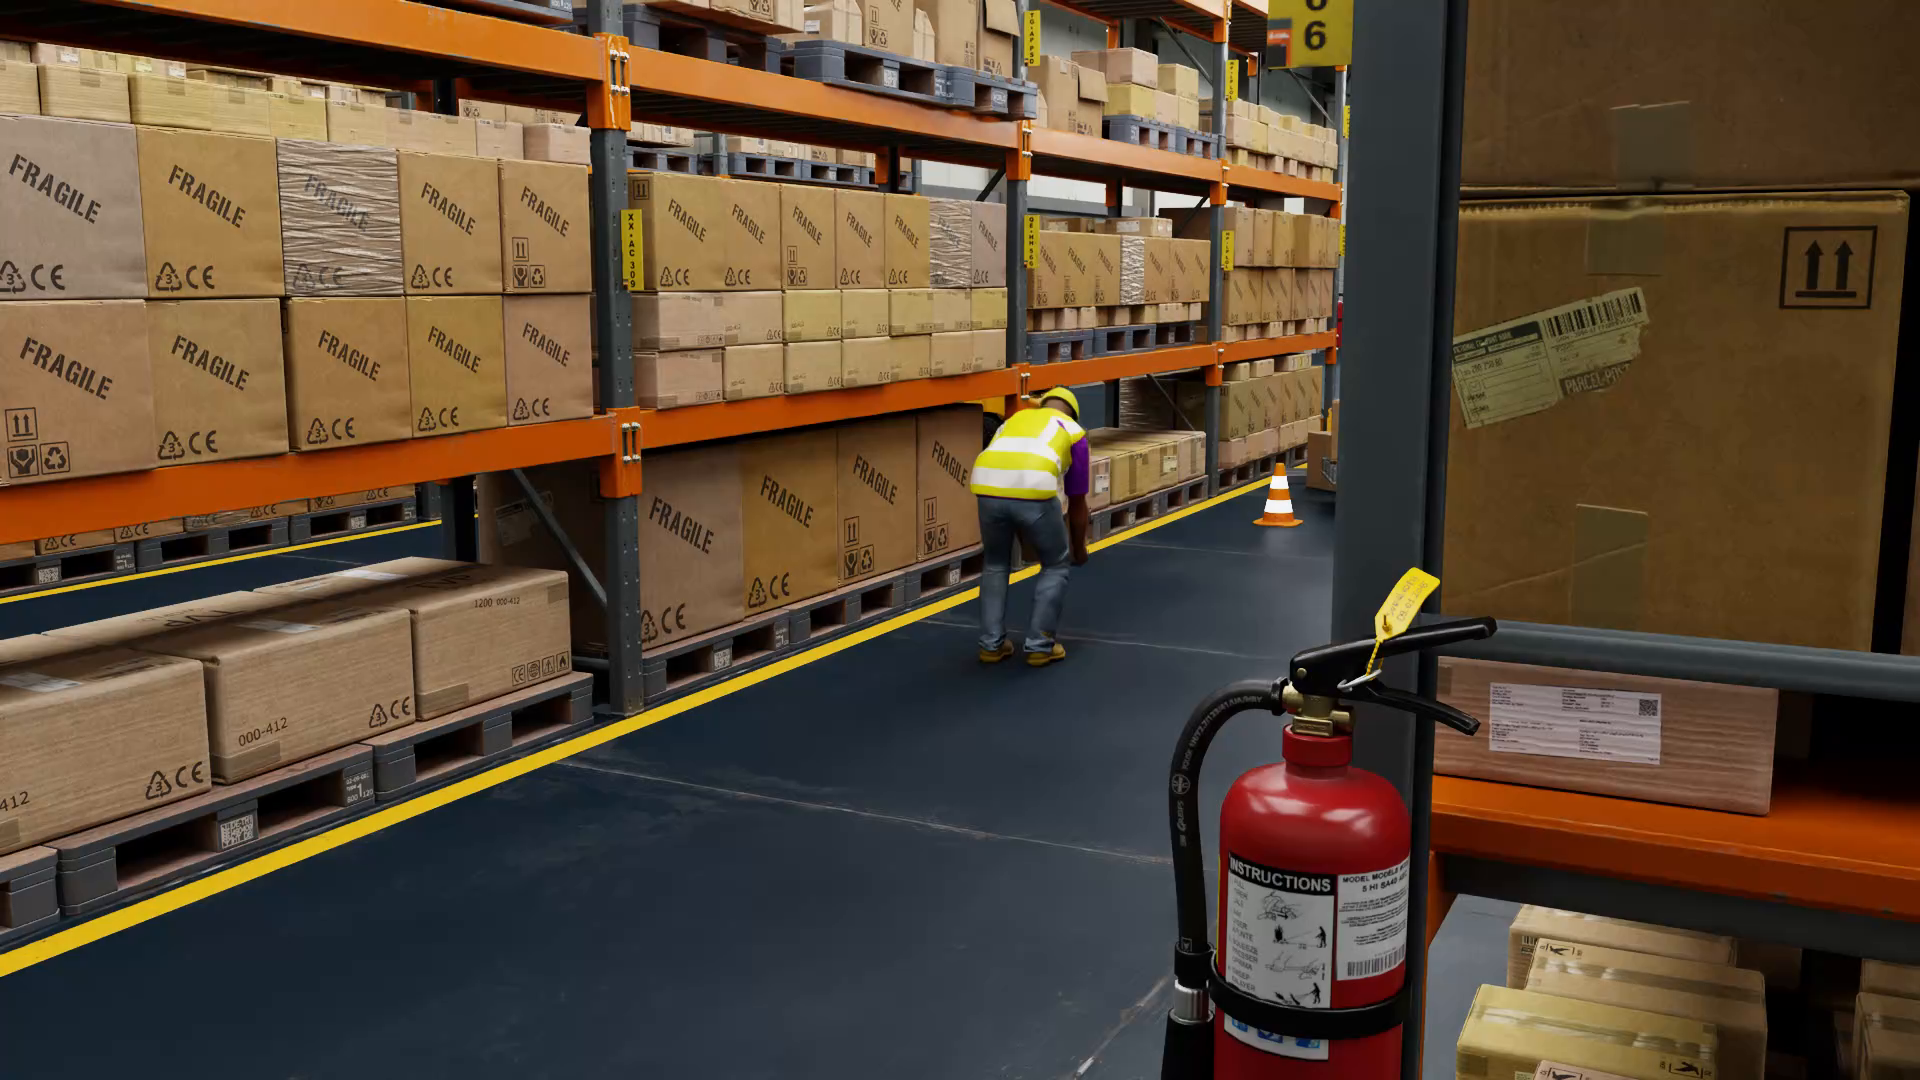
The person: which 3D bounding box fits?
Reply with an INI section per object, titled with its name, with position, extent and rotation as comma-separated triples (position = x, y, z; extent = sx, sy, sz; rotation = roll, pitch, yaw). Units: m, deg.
[person]
position = 0.367, -0.083, 8.262
extent = 0.493, 1.309, 0.924
rotation = 4, 10, 24
